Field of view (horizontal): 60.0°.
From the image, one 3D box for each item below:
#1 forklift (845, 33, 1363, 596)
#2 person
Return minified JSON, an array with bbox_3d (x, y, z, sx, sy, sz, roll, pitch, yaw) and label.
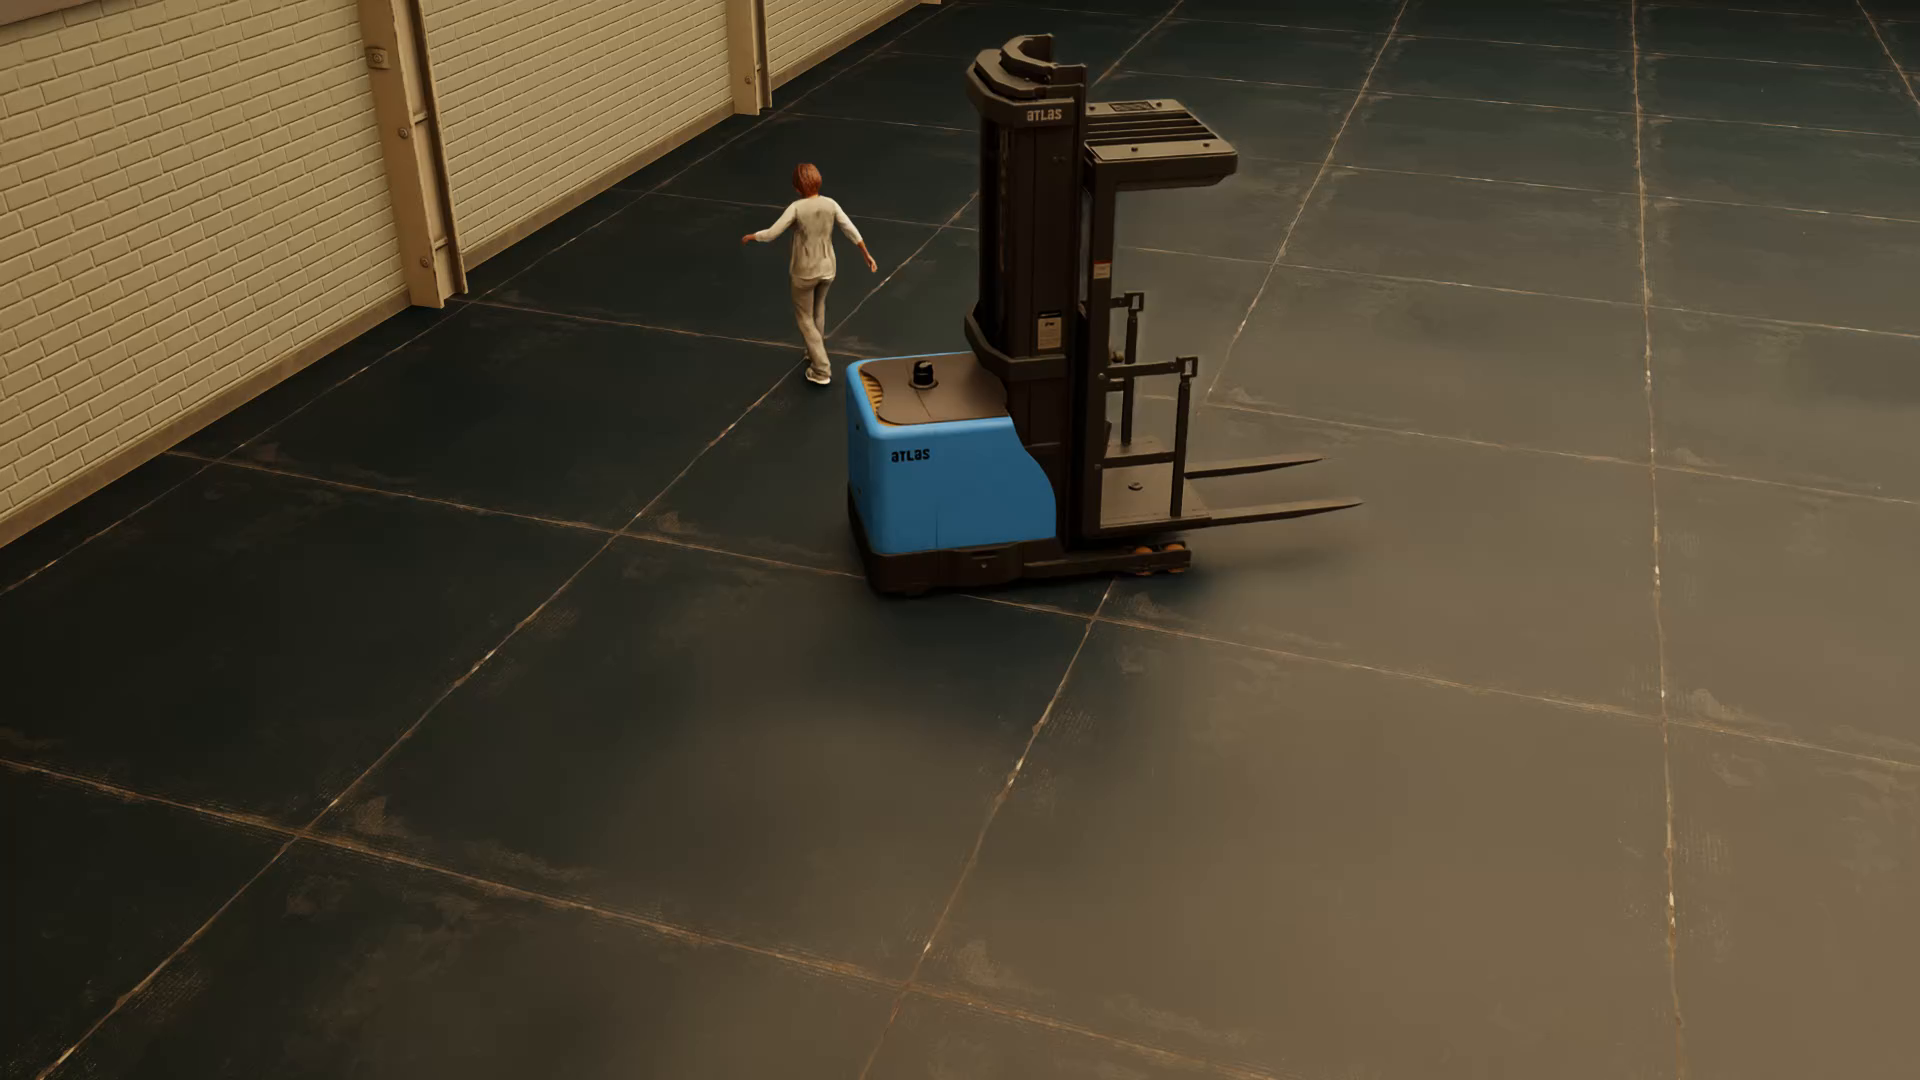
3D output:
[{"bbox_3d":[0.884,-1.312,9.439,3.031,2.935,1.130,-6,30,-10],"label":"forklift"},{"bbox_3d":[-1.050,-1.938,11.935,0.834,1.583,0.681,-17,34,-28],"label":"person"}]
